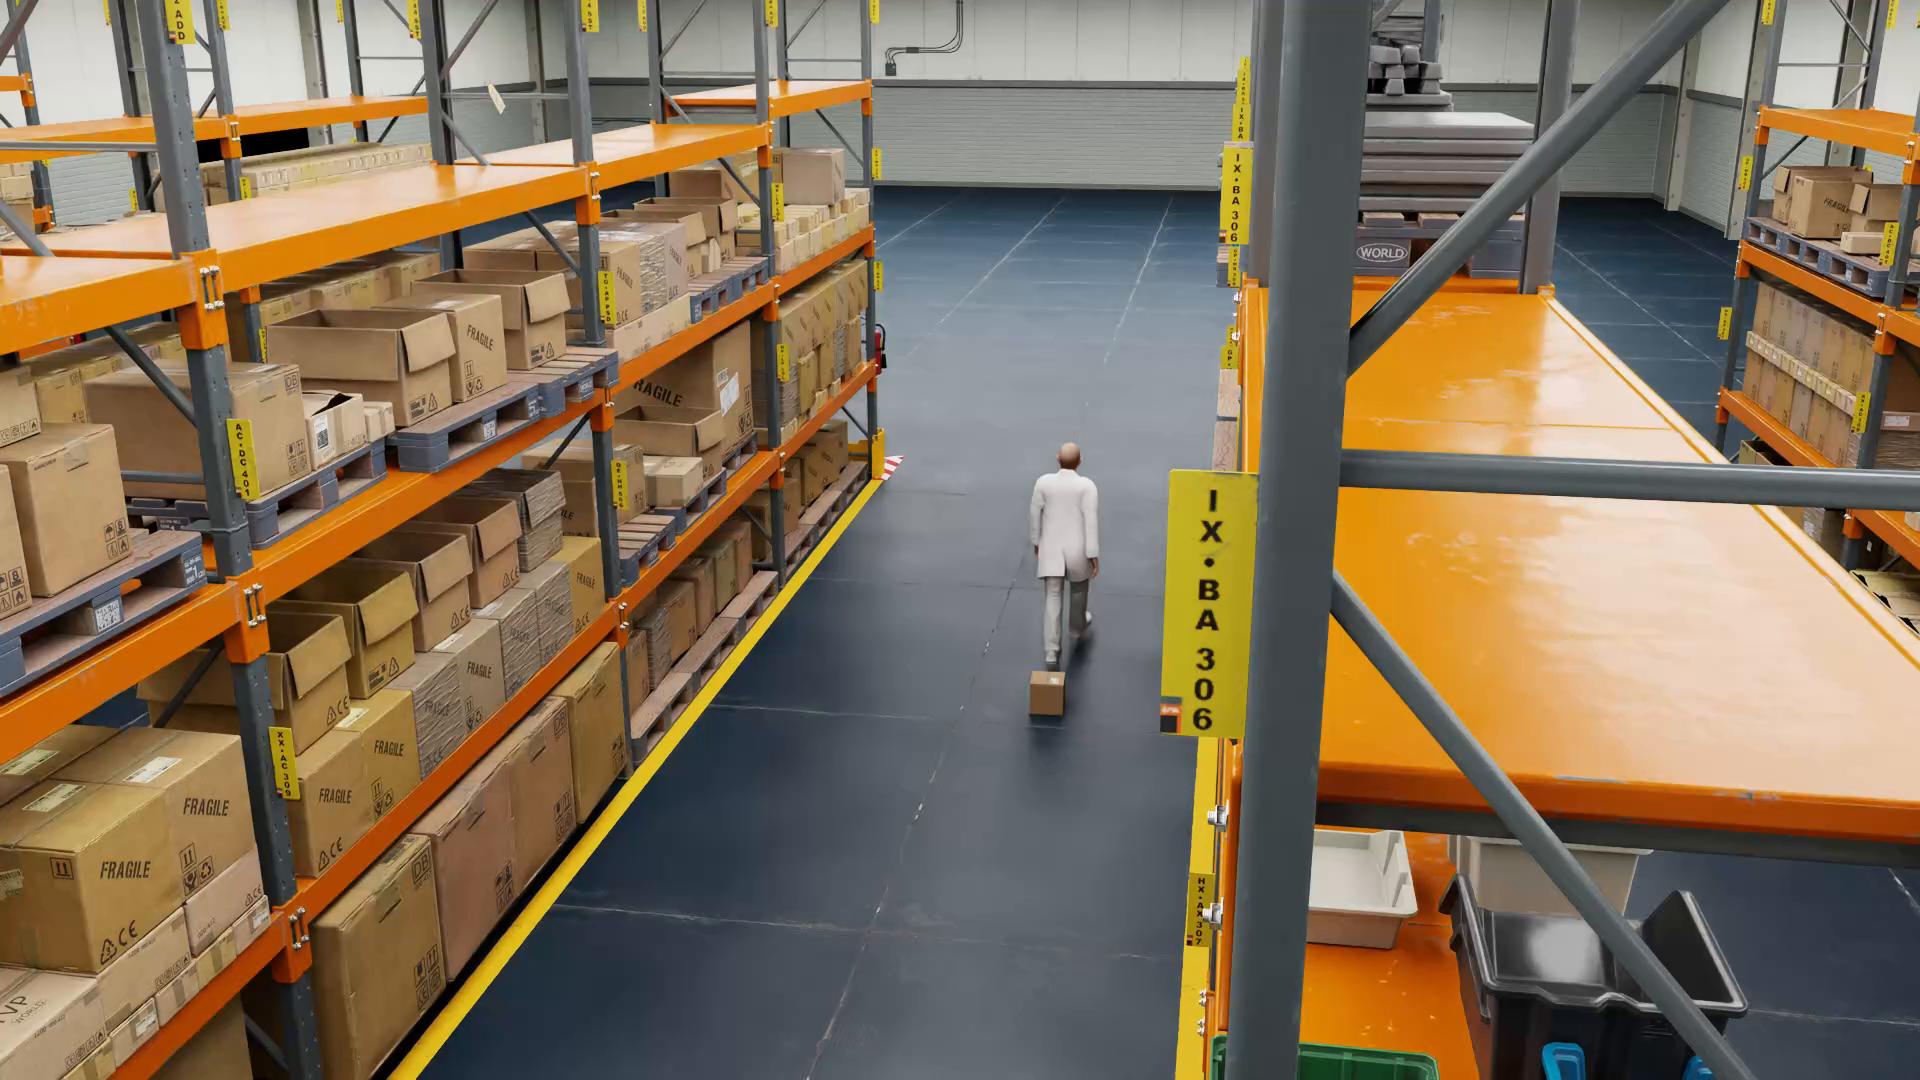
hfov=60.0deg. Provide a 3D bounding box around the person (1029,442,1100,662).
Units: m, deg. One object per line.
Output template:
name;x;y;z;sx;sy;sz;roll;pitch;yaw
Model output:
person;0.846;0.063;13.405;0.608;1.721;1.152;3;18;11
